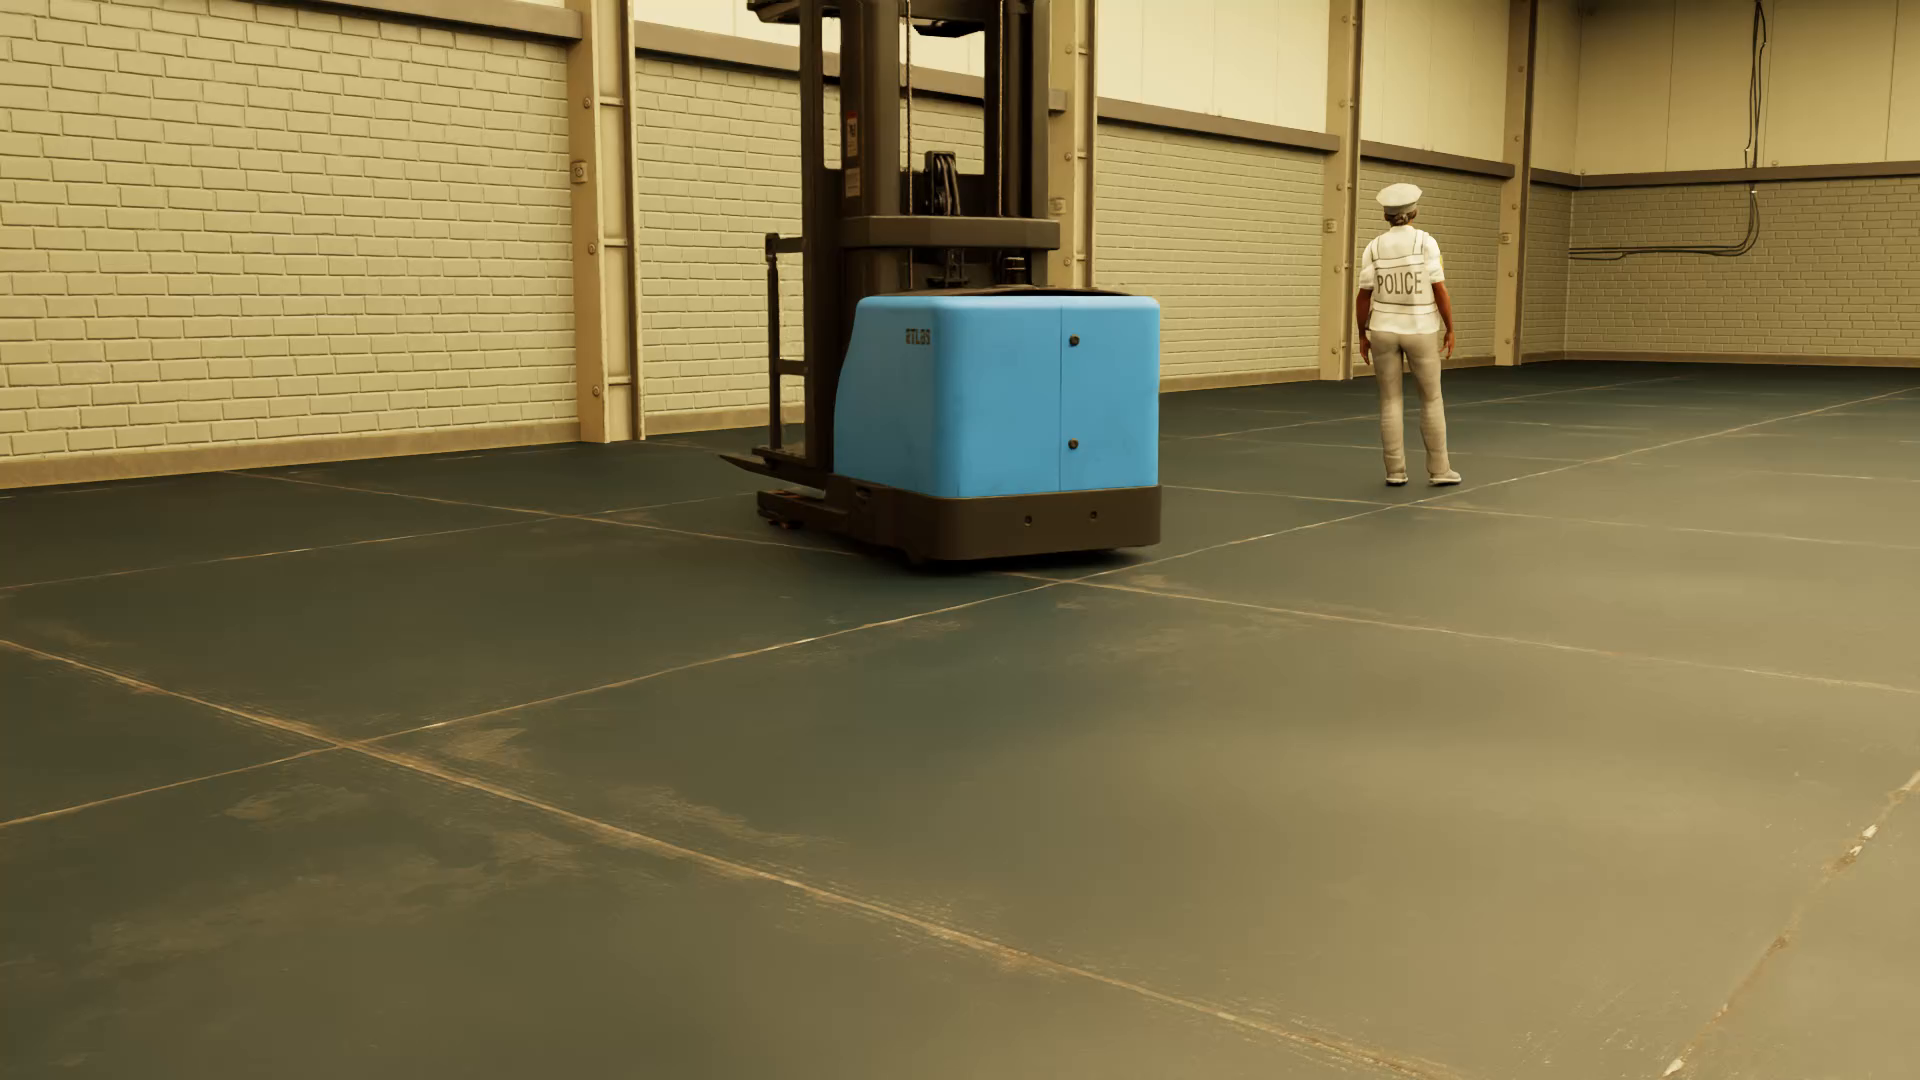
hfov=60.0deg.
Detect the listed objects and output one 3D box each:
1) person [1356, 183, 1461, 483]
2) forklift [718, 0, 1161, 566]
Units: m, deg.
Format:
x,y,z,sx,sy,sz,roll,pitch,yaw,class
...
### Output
x,y,z,sx,sy,sz,roll,pitch,yaw,class
2.556,-1.164,9.459,0.570,1.695,0.530,4,9,27,person
-0.310,-1.524,7.694,1.130,2.935,3.031,-4,9,-28,forklift
